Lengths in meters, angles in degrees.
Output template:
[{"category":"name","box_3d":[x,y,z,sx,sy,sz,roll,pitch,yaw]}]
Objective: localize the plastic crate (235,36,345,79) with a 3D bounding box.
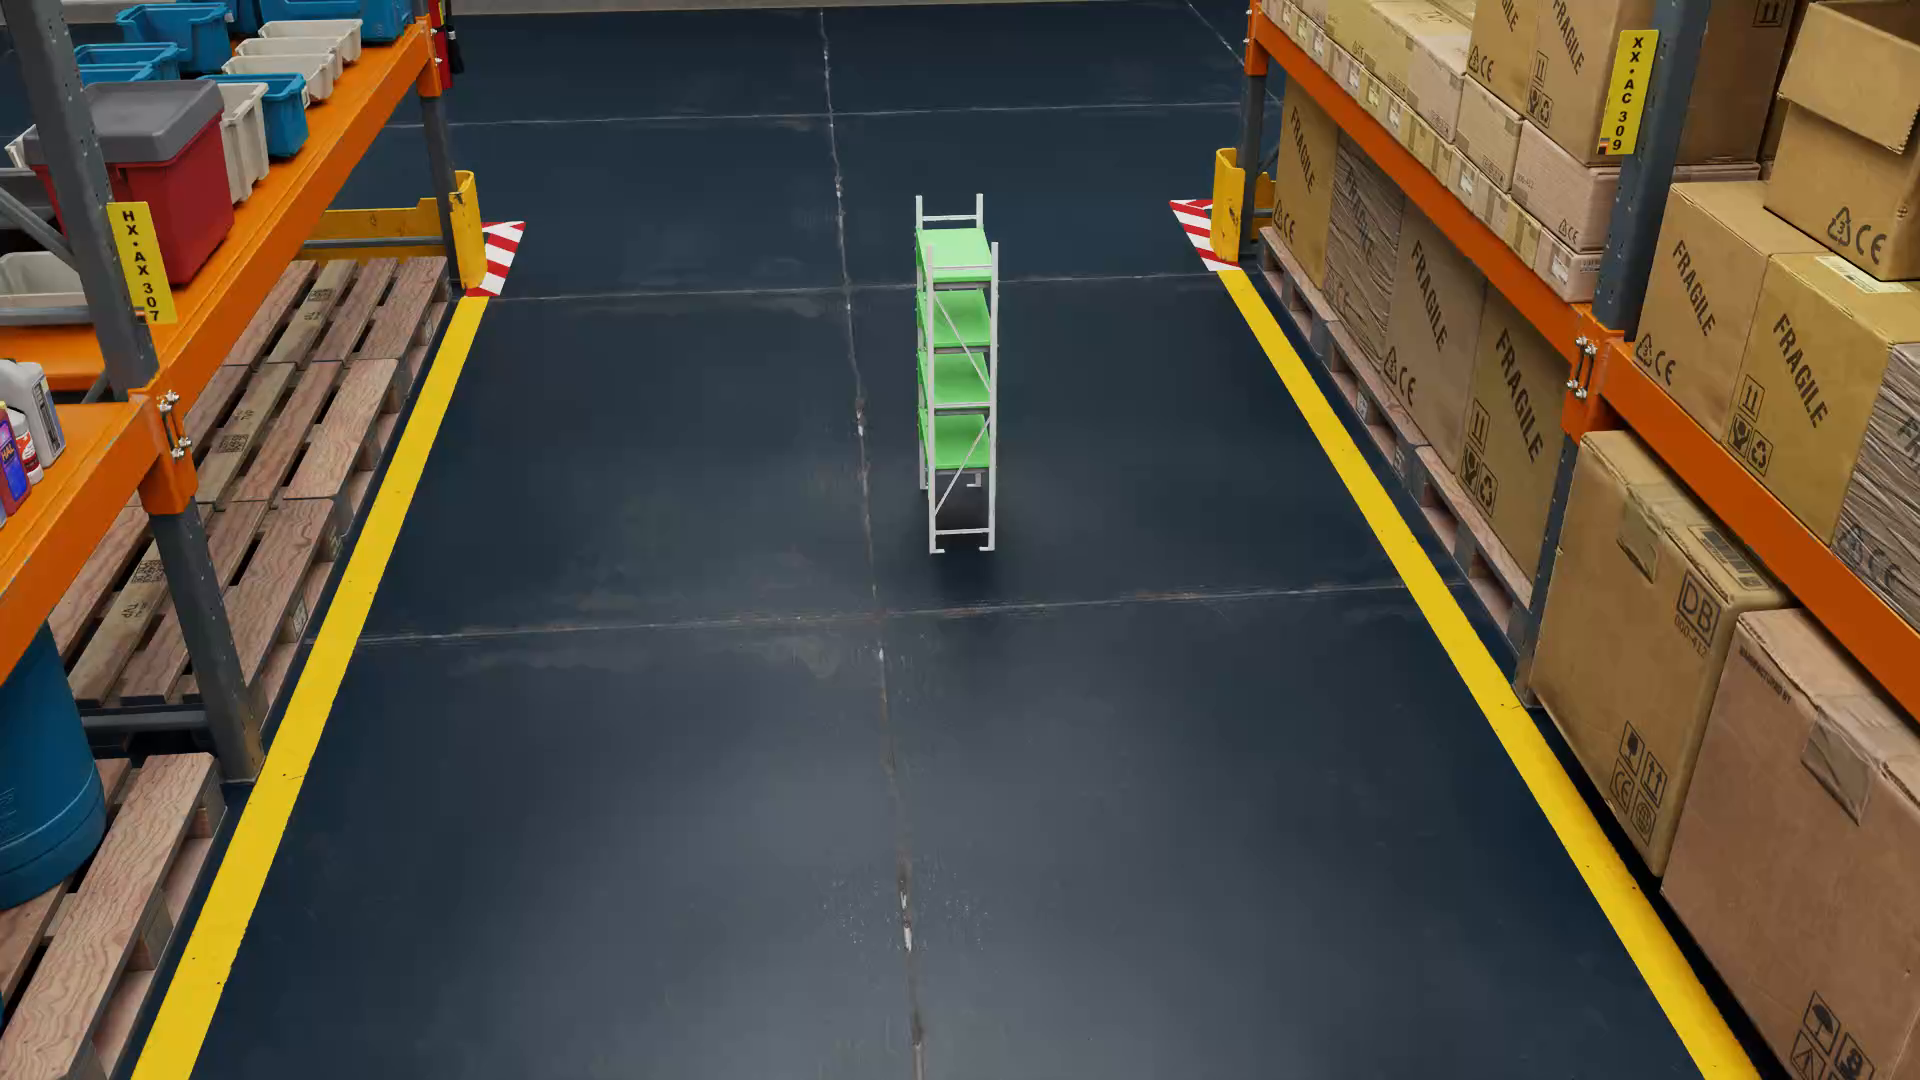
[{"category":"plastic crate","box_3d":[-2.731,-1.955,6.797,0.396,0.136,0.243,-3,31,-5]}]

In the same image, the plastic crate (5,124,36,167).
[{"category":"plastic crate","box_3d":[-3.089,-1.344,5.774,0.293,0.136,0.466,-3,31,-5]}]

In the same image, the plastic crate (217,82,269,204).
[{"category":"plastic crate","box_3d":[-2.586,-1.320,5.592,0.437,0.282,0.530,-3,31,-5]}]

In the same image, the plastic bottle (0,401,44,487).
[{"category":"plastic bottle","box_3d":[-2.230,-0.228,3.900,0.097,0.201,0.097,0,31,0]}]

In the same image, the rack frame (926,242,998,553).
[{"category":"rack frame","box_3d":[0.007,-0.475,5.875,0.240,1.200,0.015,-3,31,-5]}]

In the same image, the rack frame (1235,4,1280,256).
[{"category":"rack frame","box_3d":[1.931,-2.837,8.074,1.000,3.000,0.127,-3,31,-5]}]

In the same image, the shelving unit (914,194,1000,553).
[{"category":"shelving unit","box_3d":[-0.015,-0.600,6.084,0.258,1.200,0.503,-3,31,-5]}]

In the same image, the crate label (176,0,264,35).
[{"category":"crate label","box_3d":[-3.305,-2.411,7.466,0.416,0.233,0.303,-3,31,-5]}]

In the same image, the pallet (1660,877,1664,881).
[{"category":"pallet","box_3d":[2.452,0.793,4.716,1.003,0.211,1.213,-3,31,-5]}]

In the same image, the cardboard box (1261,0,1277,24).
[{"category":"cardboard box","box_3d":[1.636,-2.532,7.808,0.380,0.149,0.250,-2,31,-4]}]

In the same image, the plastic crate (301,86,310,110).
[{"category":"plastic crate","box_3d":[-2.635,-1.664,6.310,0.298,0.136,0.250,-3,31,-5]}]

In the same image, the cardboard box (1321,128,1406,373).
[{"category":"cardboard box","box_3d":[2.156,-1.317,7.192,0.875,0.875,0.875,-3,31,-5]}]

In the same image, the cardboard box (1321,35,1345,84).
[{"category":"cardboard box","box_3d":[1.734,-2.007,6.930,0.380,0.149,0.250,-3,31,-6]}]

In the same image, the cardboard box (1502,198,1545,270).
[{"category":"cardboard box","box_3d":[1.926,-0.958,5.174,0.380,0.149,0.250,-2,31,-4]}]

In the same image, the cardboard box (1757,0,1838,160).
[{"category":"cardboard box","box_3d":[2.515,-1.436,4.854,0.500,0.500,0.500,-3,31,-5]}]

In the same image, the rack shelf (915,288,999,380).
[{"category":"rack shelf","box_3d":[-0.015,-0.751,5.994,0.258,0.148,0.480,-3,31,-5]}]

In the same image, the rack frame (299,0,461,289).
[{"category":"rack frame","box_3d":[-3.000,-2.599,7.676,1.000,3.000,0.127,-3,31,-5]}]

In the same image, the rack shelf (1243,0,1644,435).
[{"category":"rack shelf","box_3d":[2.118,-1.507,6.549,1.077,0.370,4.000,-3,31,-5]}]

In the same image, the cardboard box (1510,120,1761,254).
[{"category":"cardboard box","box_3d":[2.002,-1.070,4.973,0.500,0.250,0.500,-3,31,-6]}]

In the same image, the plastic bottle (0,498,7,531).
[{"category":"plastic bottle","box_3d":[-2.234,-0.131,3.666,0.152,0.276,0.135,-3,31,-5]}]

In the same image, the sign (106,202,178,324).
[{"category":"sign","box_3d":[-2.079,-0.701,4.229,0.100,0.325,0.005,-3,31,-5]}]

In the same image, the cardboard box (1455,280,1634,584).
[{"category":"cardboard box","box_3d":[2.323,-0.403,5.662,0.875,0.875,0.875,-3,31,-5]}]

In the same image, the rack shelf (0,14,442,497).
[{"category":"rack shelf","box_3d":[-2.813,-1.269,6.151,1.077,0.370,4.000,-3,31,-5]}]

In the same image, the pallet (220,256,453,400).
[{"category":"pallet","box_3d":[-2.962,-0.979,7.683,1.003,0.211,1.213,-3,31,-5]}]

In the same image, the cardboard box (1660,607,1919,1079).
[{"category":"cardboard box","box_3d":[2.469,0.720,3.783,1.225,0.875,0.875,-4,31,-6]}]

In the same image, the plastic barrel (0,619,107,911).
[{"category":"plastic barrel","box_3d":[-2.593,0.442,4.221,0.600,0.901,0.708,-3,31,-5]}]

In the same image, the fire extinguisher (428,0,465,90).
[{"category":"fire extinguisher","box_3d":[-2.562,-2.505,7.957,0.296,0.674,0.183,-3,31,-5]}]

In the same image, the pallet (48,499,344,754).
[{"category":"pallet","box_3d":[-2.734,0.267,5.598,1.003,0.211,1.213,-3,31,-5]}]

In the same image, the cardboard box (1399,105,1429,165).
[{"category":"cardboard box","box_3d":[1.830,-1.483,6.052,0.380,0.149,0.250,-3,31,-5]}]

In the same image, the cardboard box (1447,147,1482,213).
[{"category":"cardboard box","box_3d":[1.878,-1.220,5.613,0.380,0.149,0.250,-2,31,-4]}]

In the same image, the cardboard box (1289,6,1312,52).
[{"category":"cardboard box","box_3d":[1.685,-2.270,7.370,0.380,0.149,0.250,-3,31,-6]}]

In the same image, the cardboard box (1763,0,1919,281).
[{"category":"cardboard box","box_3d":[2.373,-0.942,3.826,0.797,0.503,0.637,-4,31,-6]}]

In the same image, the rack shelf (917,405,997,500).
[{"category":"rack shelf","box_3d":[-0.015,-0.339,6.240,0.258,0.148,0.480,-3,31,-5]}]

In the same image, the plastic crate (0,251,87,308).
[{"category":"plastic crate","box_3d":[-2.528,-0.714,4.719,0.396,0.136,0.243,-3,31,-5]}]

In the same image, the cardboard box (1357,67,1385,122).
[{"category":"cardboard box","box_3d":[1.781,-1.746,6.494,0.380,0.149,0.250,-4,31,-6]}]

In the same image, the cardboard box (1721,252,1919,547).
[{"category":"cardboard box","box_3d":[2.147,-0.334,3.786,0.500,0.500,0.500,-3,31,-5]}]

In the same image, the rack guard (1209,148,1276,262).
[{"category":"rack guard","box_3d":[1.929,-1.776,8.735,1.175,0.500,0.348,-3,31,-5]}]

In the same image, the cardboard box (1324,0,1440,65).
[{"category":"cardboard box","box_3d":[1.806,-2.120,6.730,0.500,0.250,0.500,-4,31,-6]}]

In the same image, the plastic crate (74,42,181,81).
[{"category":"plastic crate","box_3d":[-3.182,-1.739,6.341,0.416,0.233,0.300,-3,31,-5]}]

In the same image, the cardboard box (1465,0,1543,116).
[{"category":"cardboard box","box_3d":[1.953,-1.657,5.225,0.500,0.500,0.500,-2,31,-4]}]

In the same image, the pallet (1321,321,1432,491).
[{"category":"pallet","box_3d":[2.194,-0.613,7.071,1.003,0.211,1.213,-3,31,-5]}]

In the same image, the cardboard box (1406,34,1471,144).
[{"category":"cardboard box","box_3d":[1.904,-1.595,5.852,0.500,0.250,0.500,-2,31,-4]}]

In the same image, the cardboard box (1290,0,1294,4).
[{"category":"cardboard box","box_3d":[1.707,-2.642,7.604,0.500,0.250,0.500,-4,31,-6]}]
